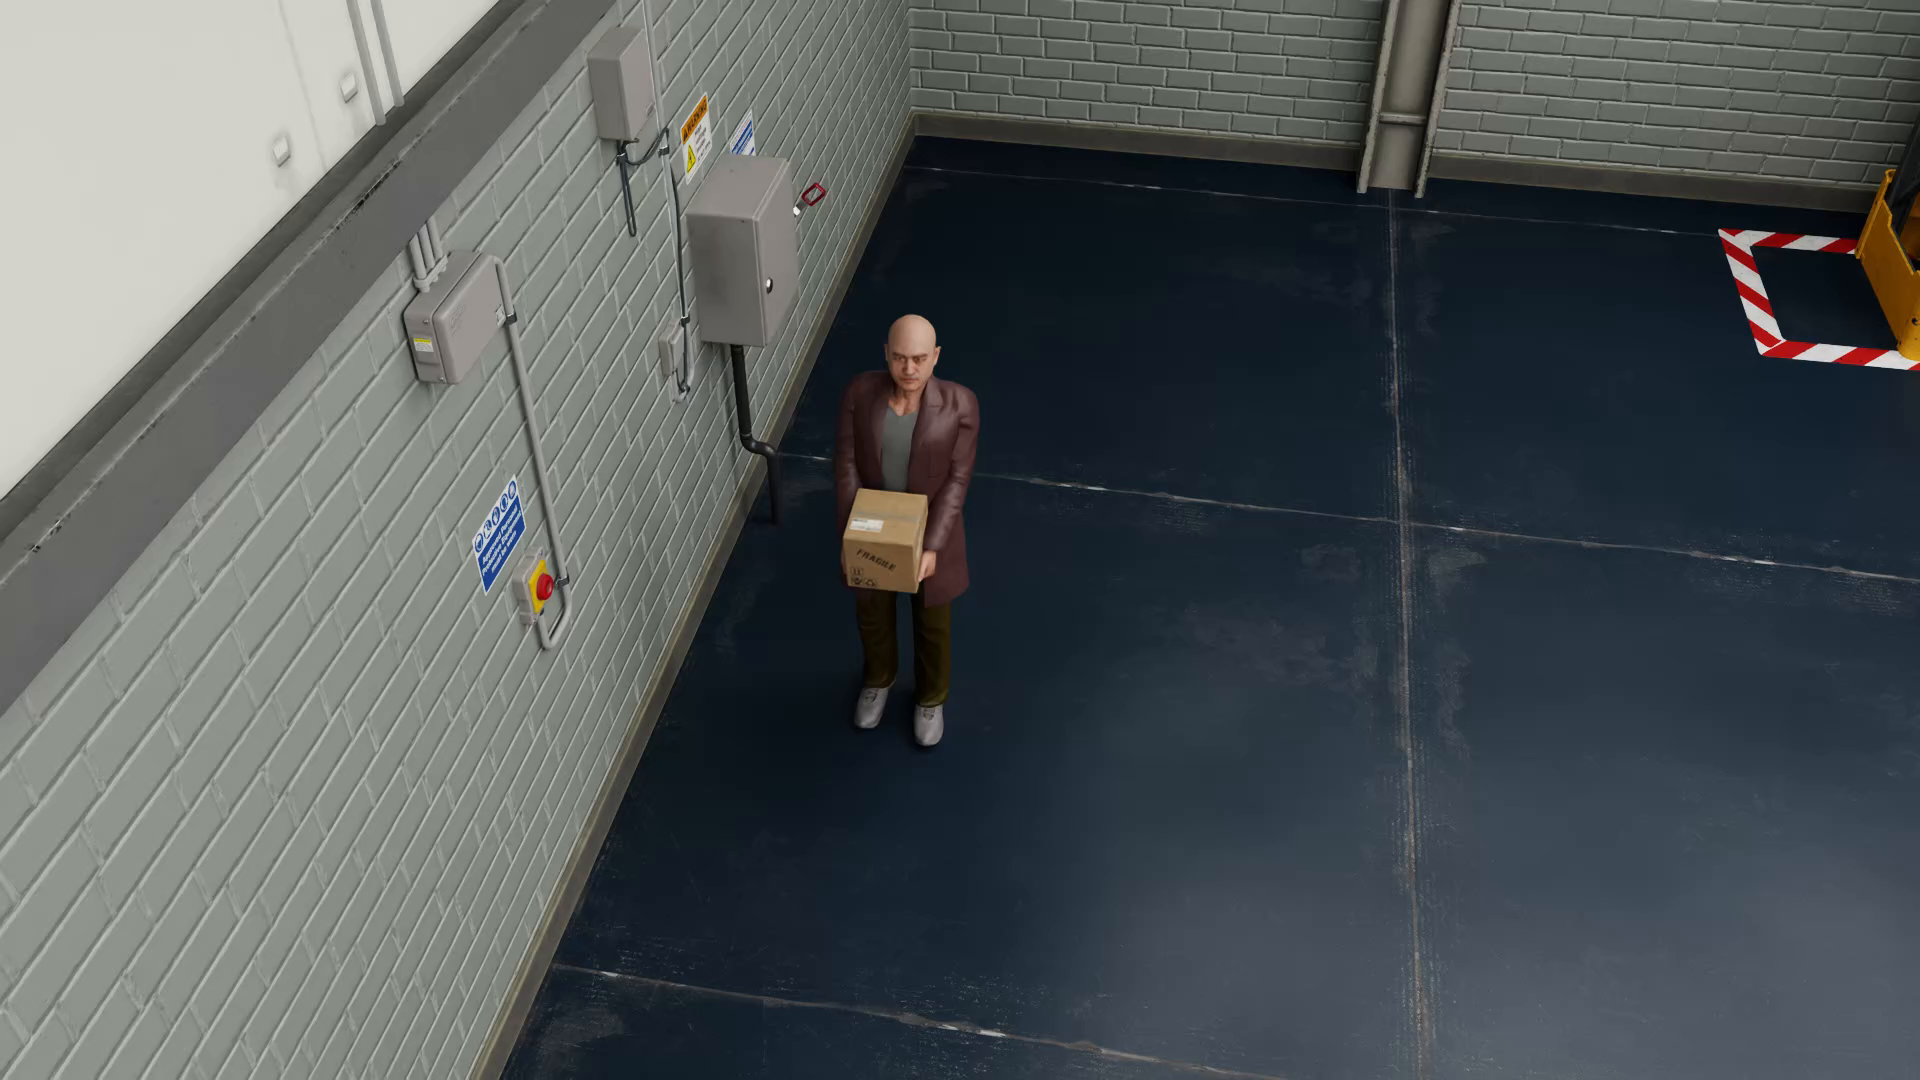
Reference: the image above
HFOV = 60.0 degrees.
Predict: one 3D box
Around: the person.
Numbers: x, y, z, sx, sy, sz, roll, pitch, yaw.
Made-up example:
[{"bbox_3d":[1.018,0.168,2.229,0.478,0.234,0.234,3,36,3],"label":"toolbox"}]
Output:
[{"bbox_3d":[-0.222,0.009,6.144,0.697,1.779,0.579,7,40,8],"label":"person"}]
